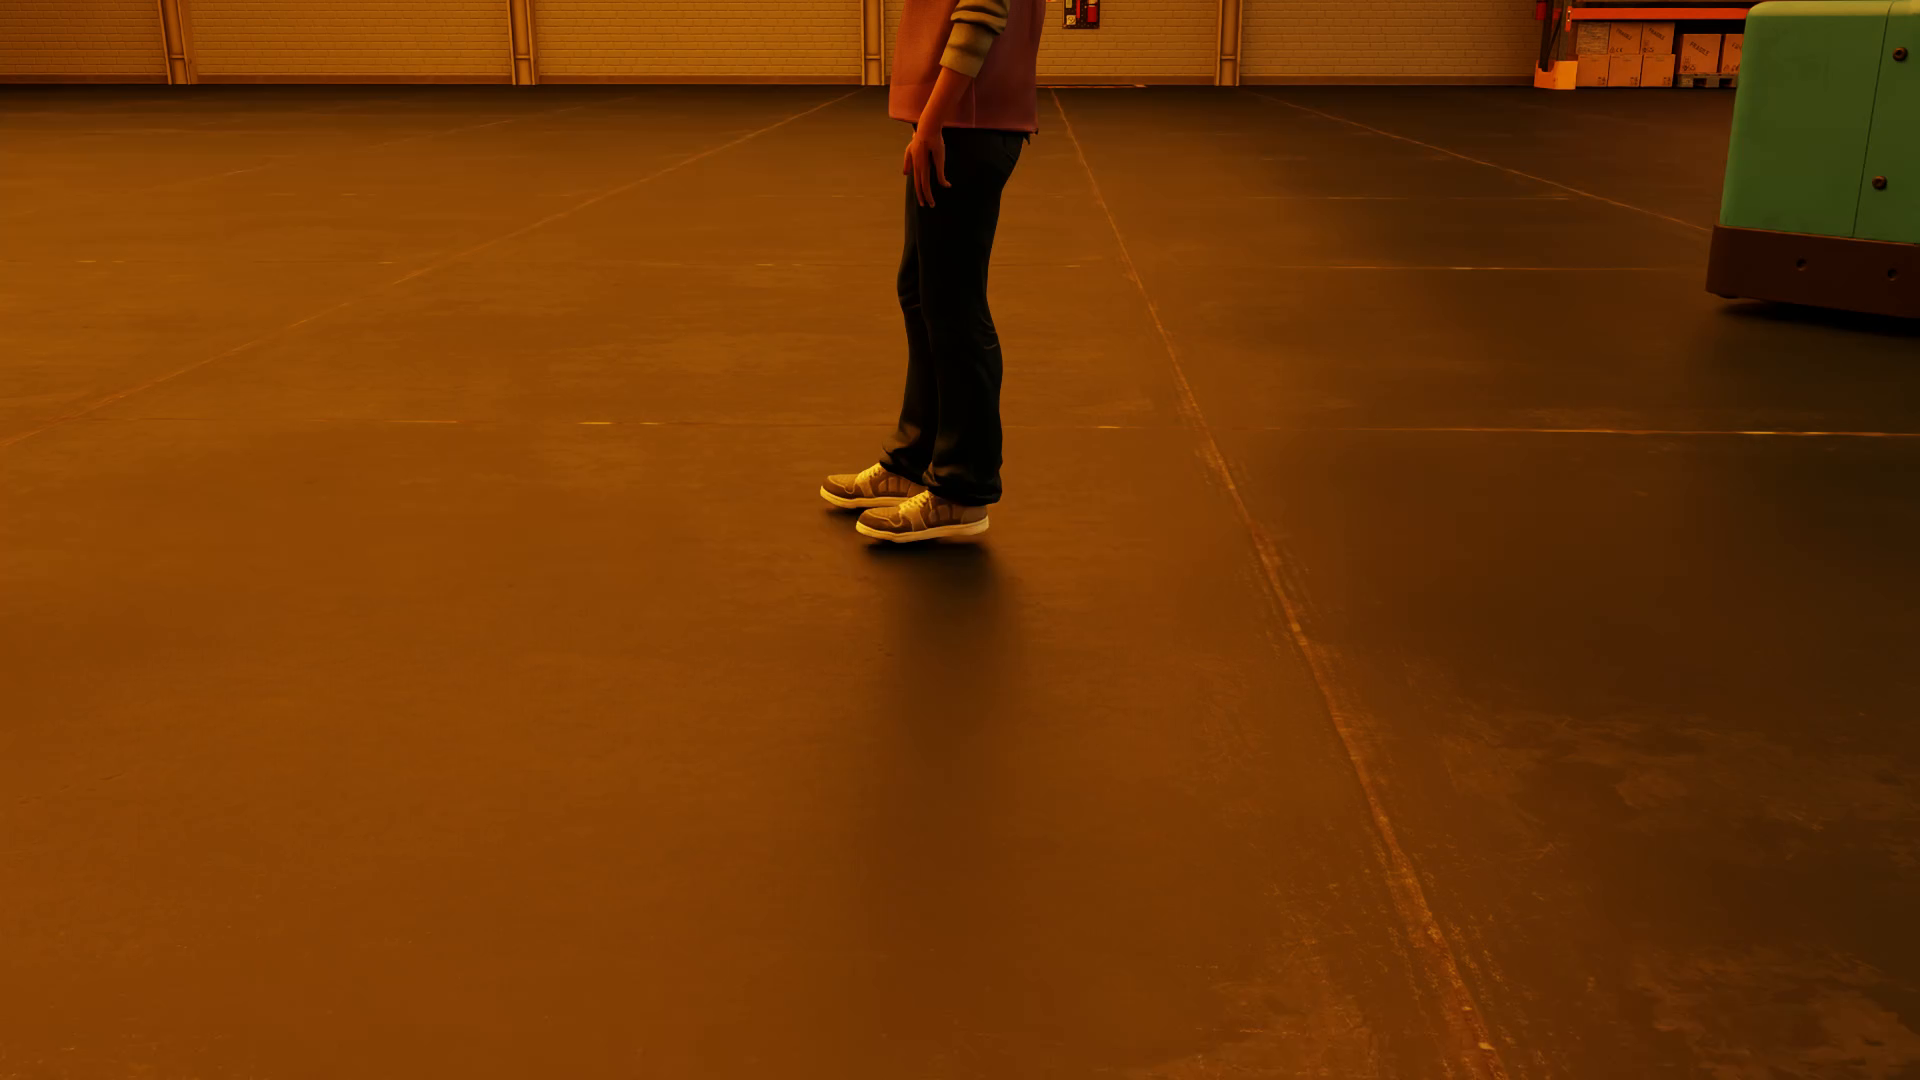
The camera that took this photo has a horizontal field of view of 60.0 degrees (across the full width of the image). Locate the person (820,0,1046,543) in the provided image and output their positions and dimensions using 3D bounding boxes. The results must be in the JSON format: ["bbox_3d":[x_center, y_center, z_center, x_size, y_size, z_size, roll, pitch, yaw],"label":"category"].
[{"bbox_3d":[-0.073,-0.775,3.149,0.476,1.597,0.520,1,17,2],"label":"person"}]

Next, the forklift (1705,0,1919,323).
[{"bbox_3d":[4.181,-2.387,6.116,3.031,2.935,1.130,-13,21,-36],"label":"forklift"}]
